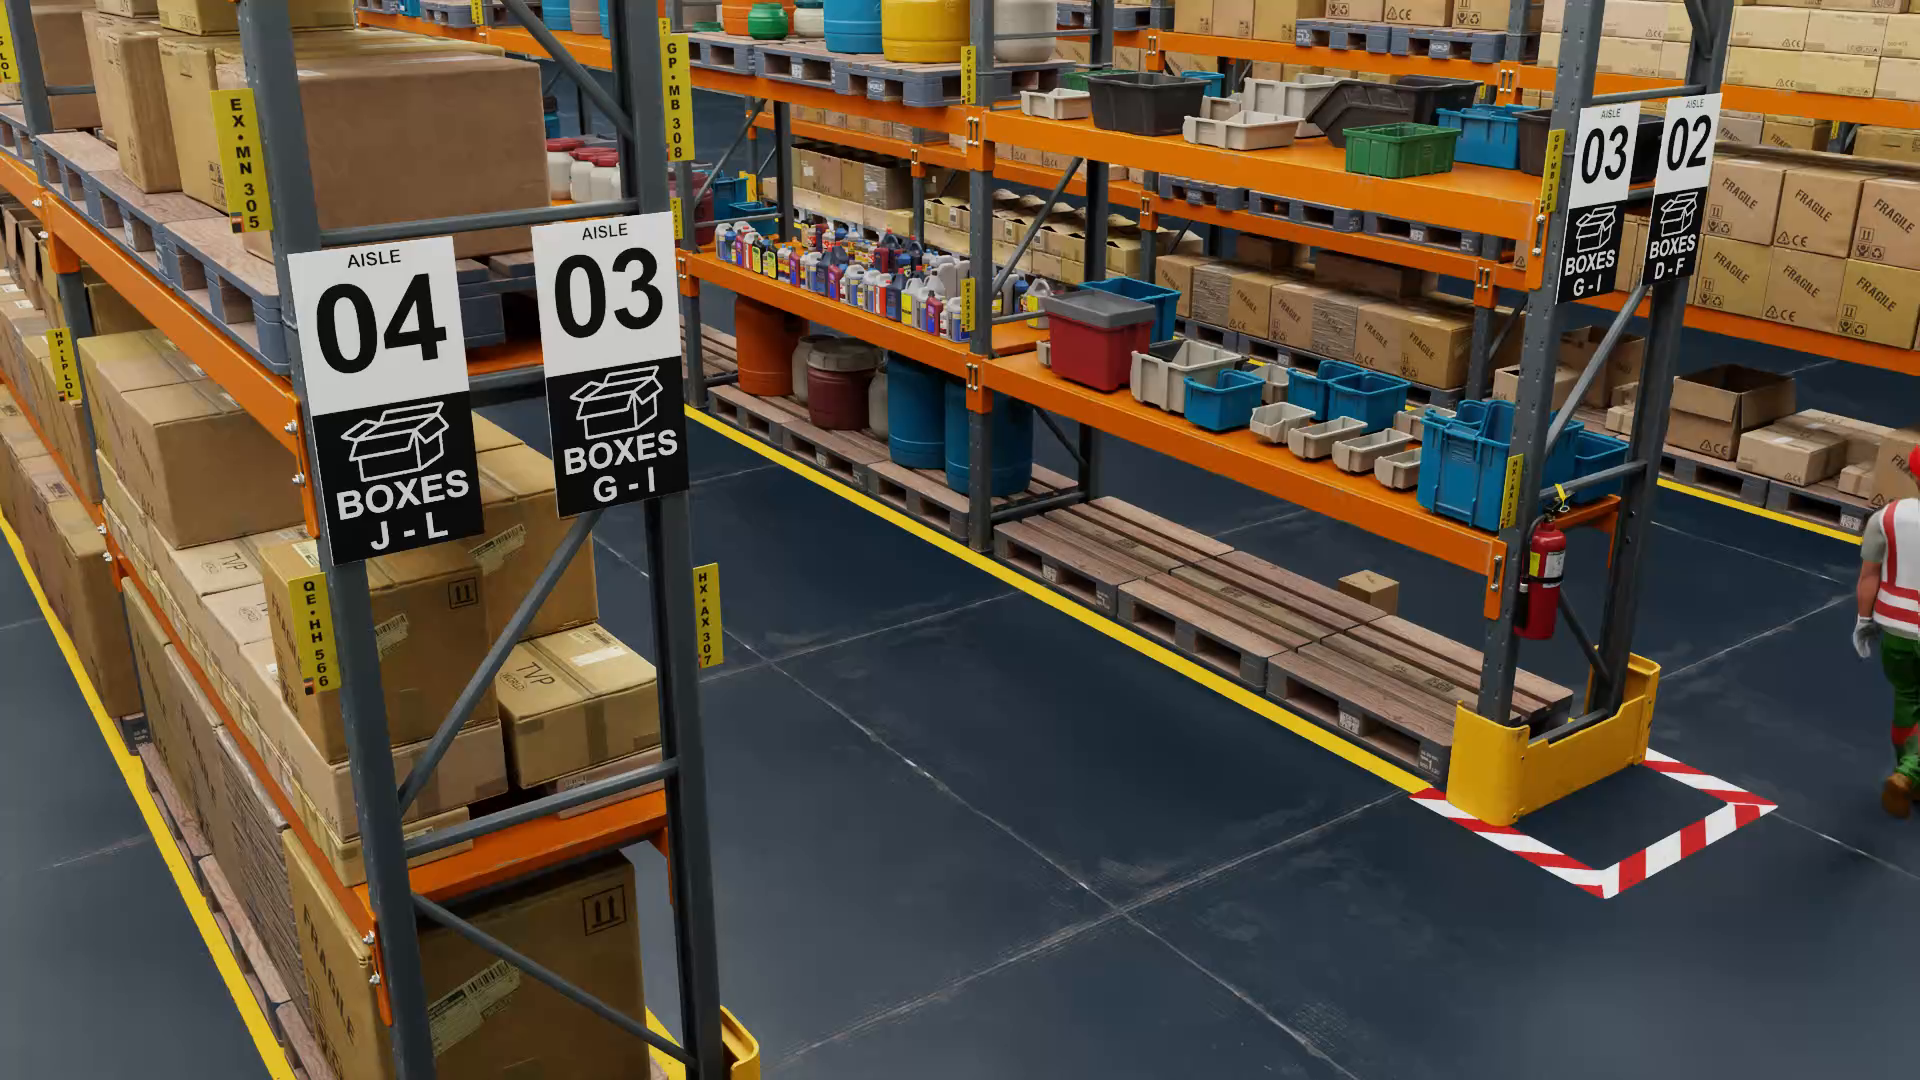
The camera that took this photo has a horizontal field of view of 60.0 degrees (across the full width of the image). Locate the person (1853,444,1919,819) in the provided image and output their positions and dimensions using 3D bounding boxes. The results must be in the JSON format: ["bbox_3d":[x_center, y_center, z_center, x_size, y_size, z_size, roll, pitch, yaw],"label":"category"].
[{"bbox_3d":[4.316,0.399,7.513,0.791,1.755,0.561,-19,28,-40],"label":"person"}]
